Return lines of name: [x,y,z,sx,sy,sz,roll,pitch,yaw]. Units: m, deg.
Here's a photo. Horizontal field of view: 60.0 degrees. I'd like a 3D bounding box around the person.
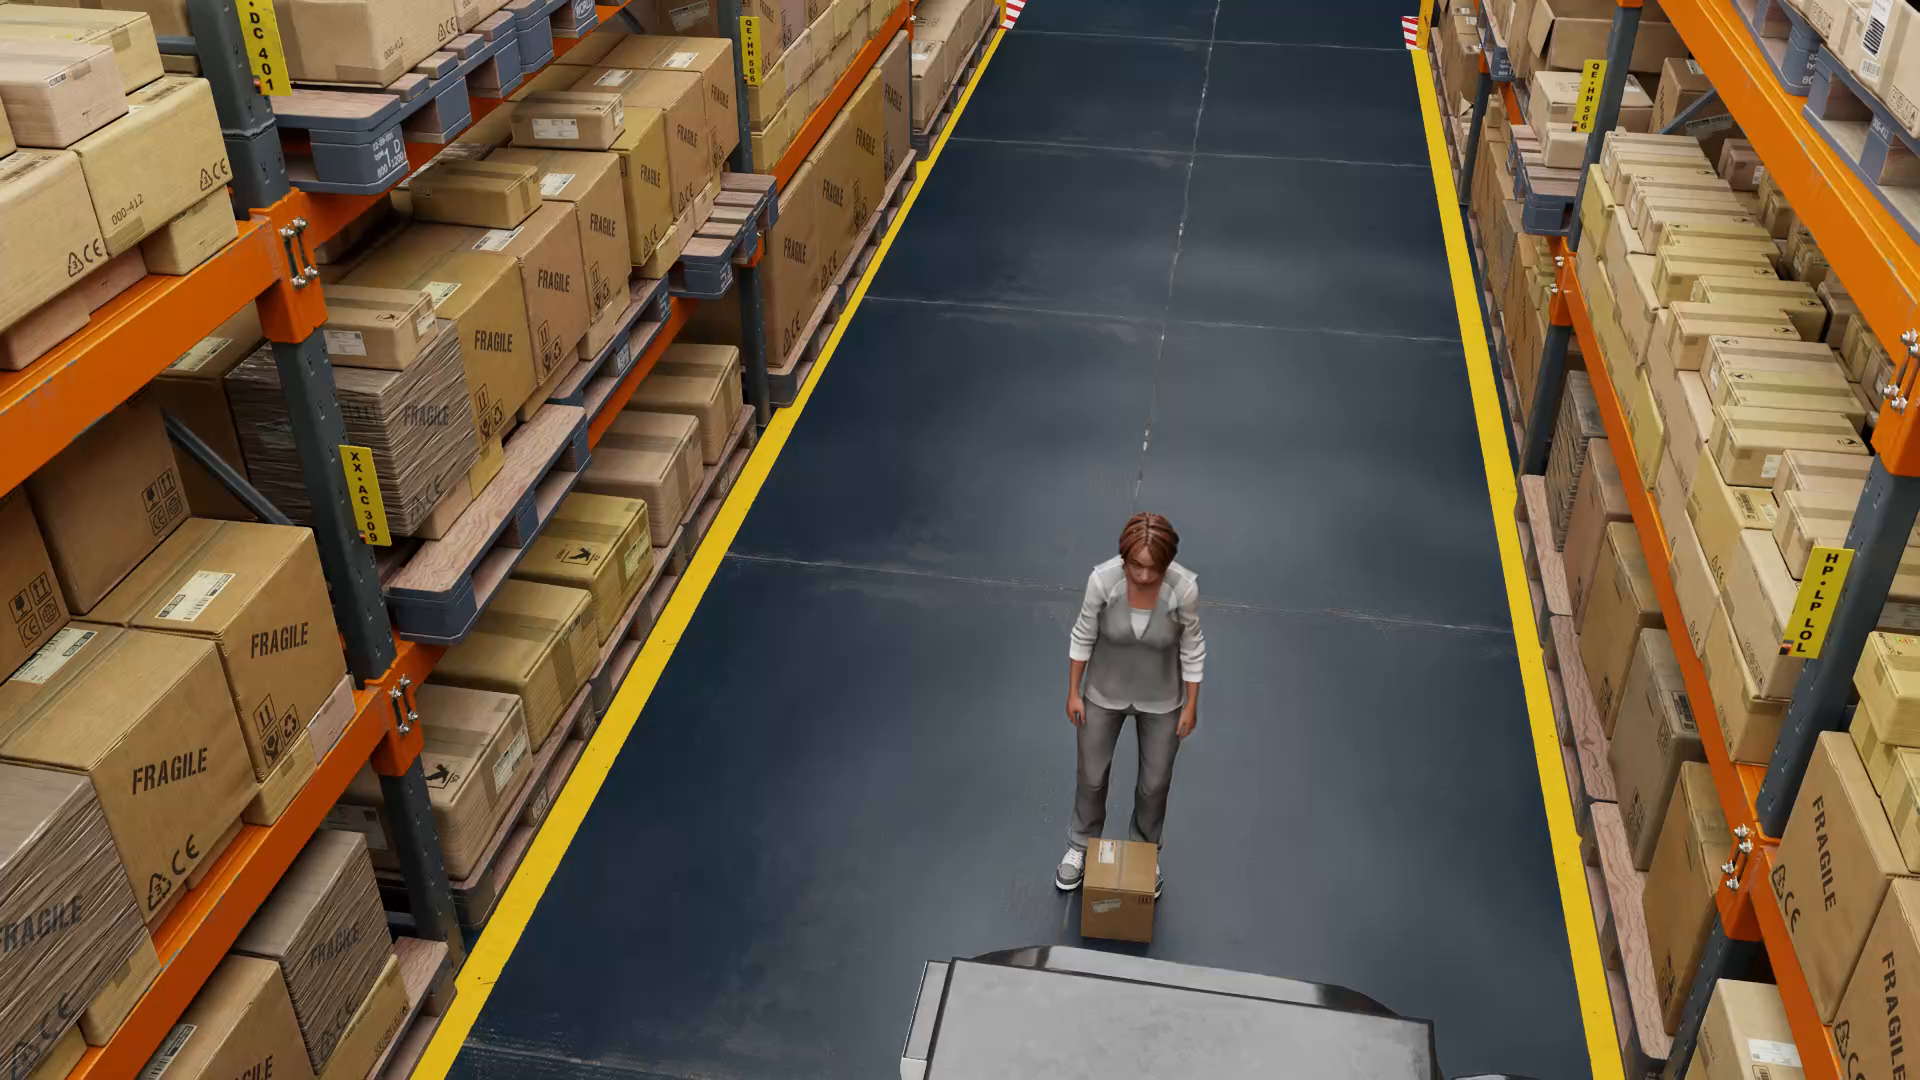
person: [0.599,0.563,5.777,0.467,1.592,0.349,5,33,8]
